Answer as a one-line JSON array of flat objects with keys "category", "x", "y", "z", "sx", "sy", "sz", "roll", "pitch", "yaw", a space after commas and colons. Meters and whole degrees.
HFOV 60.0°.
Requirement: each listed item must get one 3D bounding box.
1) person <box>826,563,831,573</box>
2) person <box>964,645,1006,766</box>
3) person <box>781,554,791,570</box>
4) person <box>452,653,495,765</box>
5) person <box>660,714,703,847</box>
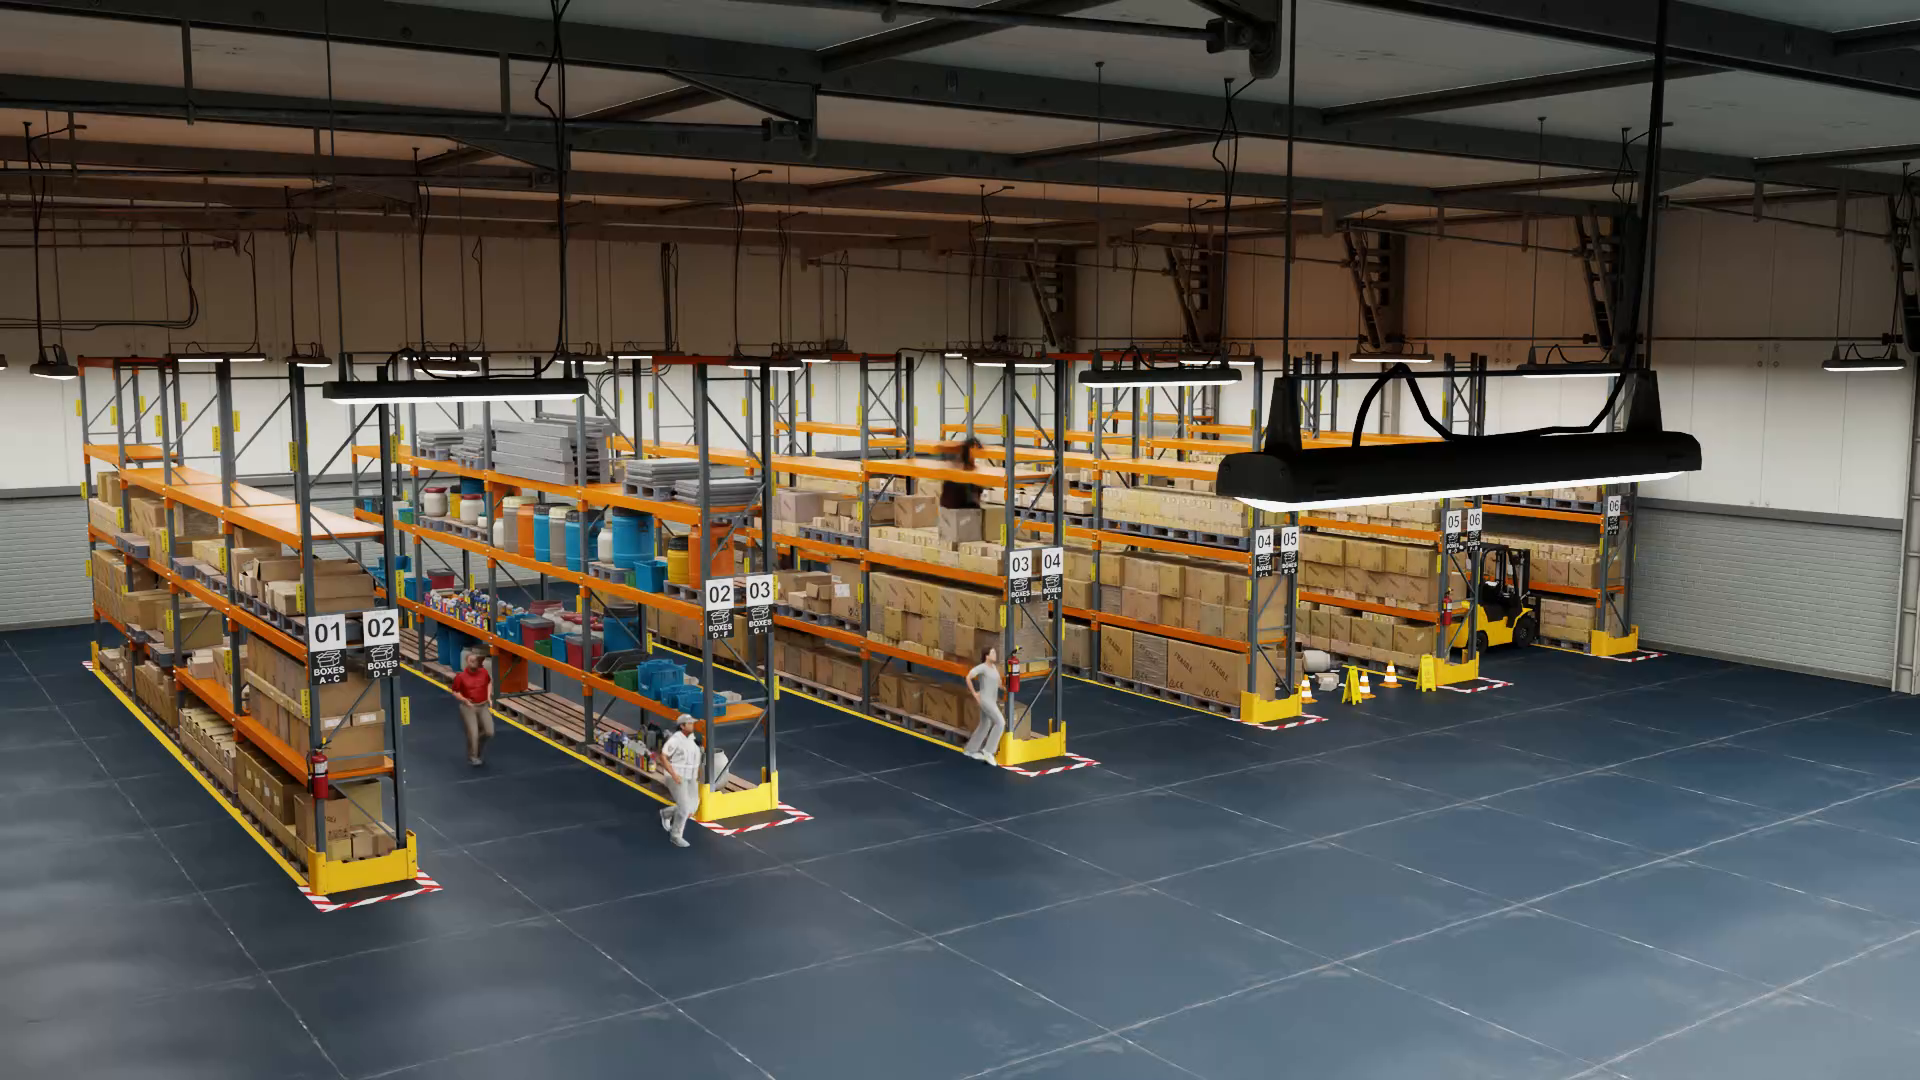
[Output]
[{"category": "person", "x": -3.132, "y": 0.309, "z": 42.541, "sx": 0.780, "sy": 1.748, "sz": 0.663, "roll": -6, "pitch": 9, "yaw": -39}, {"category": "person", "x": 0.381, "y": 2.351, "z": 23.873, "sx": 0.641, "sy": 1.692, "sz": 0.568, "roll": 2, "pitch": 7, "yaw": 19}, {"category": "person", "x": -4.399, "y": 0.385, "z": 42.136, "sx": 0.579, "sy": 1.735, "sz": 0.813, "roll": 0, "pitch": 7, "yaw": 4}, {"category": "person", "x": -7.160, "y": 2.511, "z": 24.611, "sx": 0.638, "sy": 1.681, "sz": 0.586, "roll": -5, "pitch": 9, "yaw": -37}, {"category": "person", "x": -3.545, "y": 3.005, "z": 21.051, "sx": 0.564, "sy": 1.618, "sz": 0.644, "roll": 4, "pitch": 8, "yaw": 28}]
